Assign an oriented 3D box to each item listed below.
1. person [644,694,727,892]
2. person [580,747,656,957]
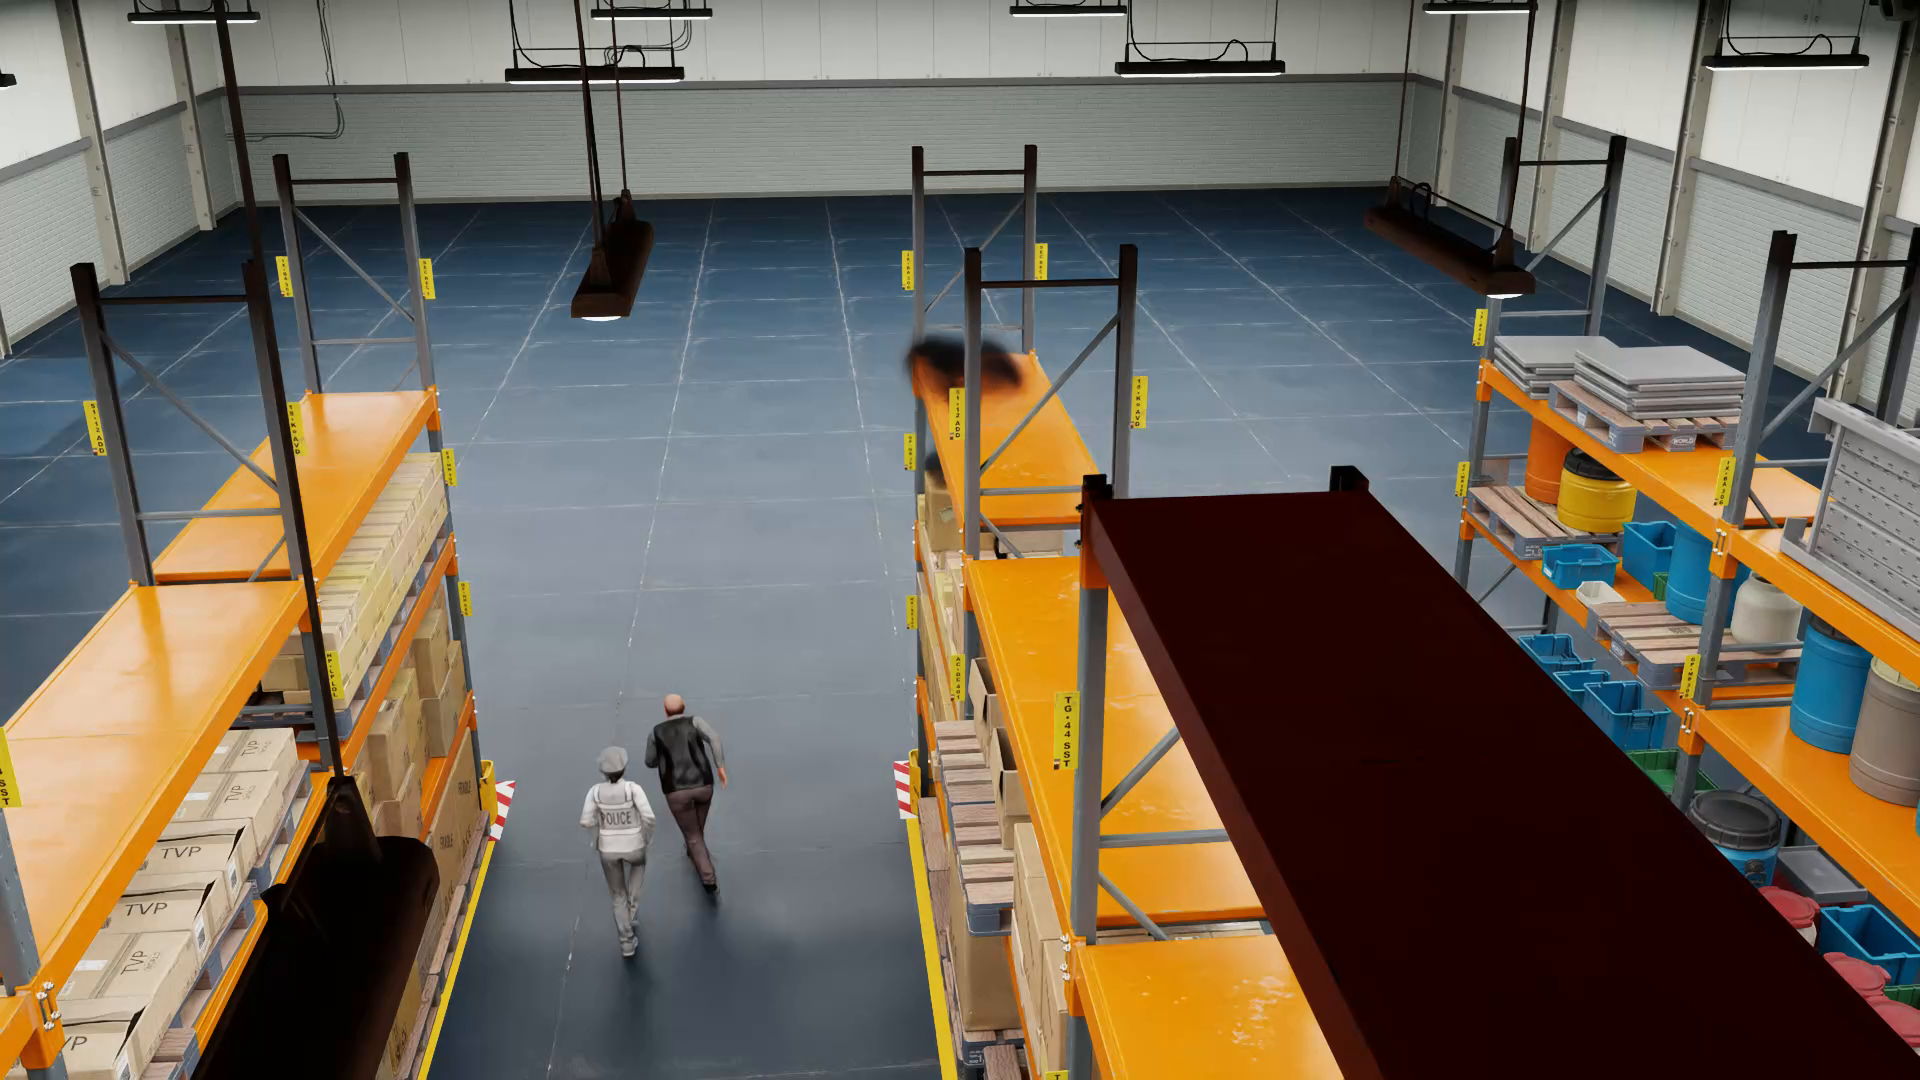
[{"bbox_3d":[-2.316,2.176,14.156,0.643,1.520,1.140,-6,22,-16],"label":"person"},{"bbox_3d":[-2.710,2.455,13.267,0.608,1.617,0.764,-3,22,-7],"label":"person"}]
